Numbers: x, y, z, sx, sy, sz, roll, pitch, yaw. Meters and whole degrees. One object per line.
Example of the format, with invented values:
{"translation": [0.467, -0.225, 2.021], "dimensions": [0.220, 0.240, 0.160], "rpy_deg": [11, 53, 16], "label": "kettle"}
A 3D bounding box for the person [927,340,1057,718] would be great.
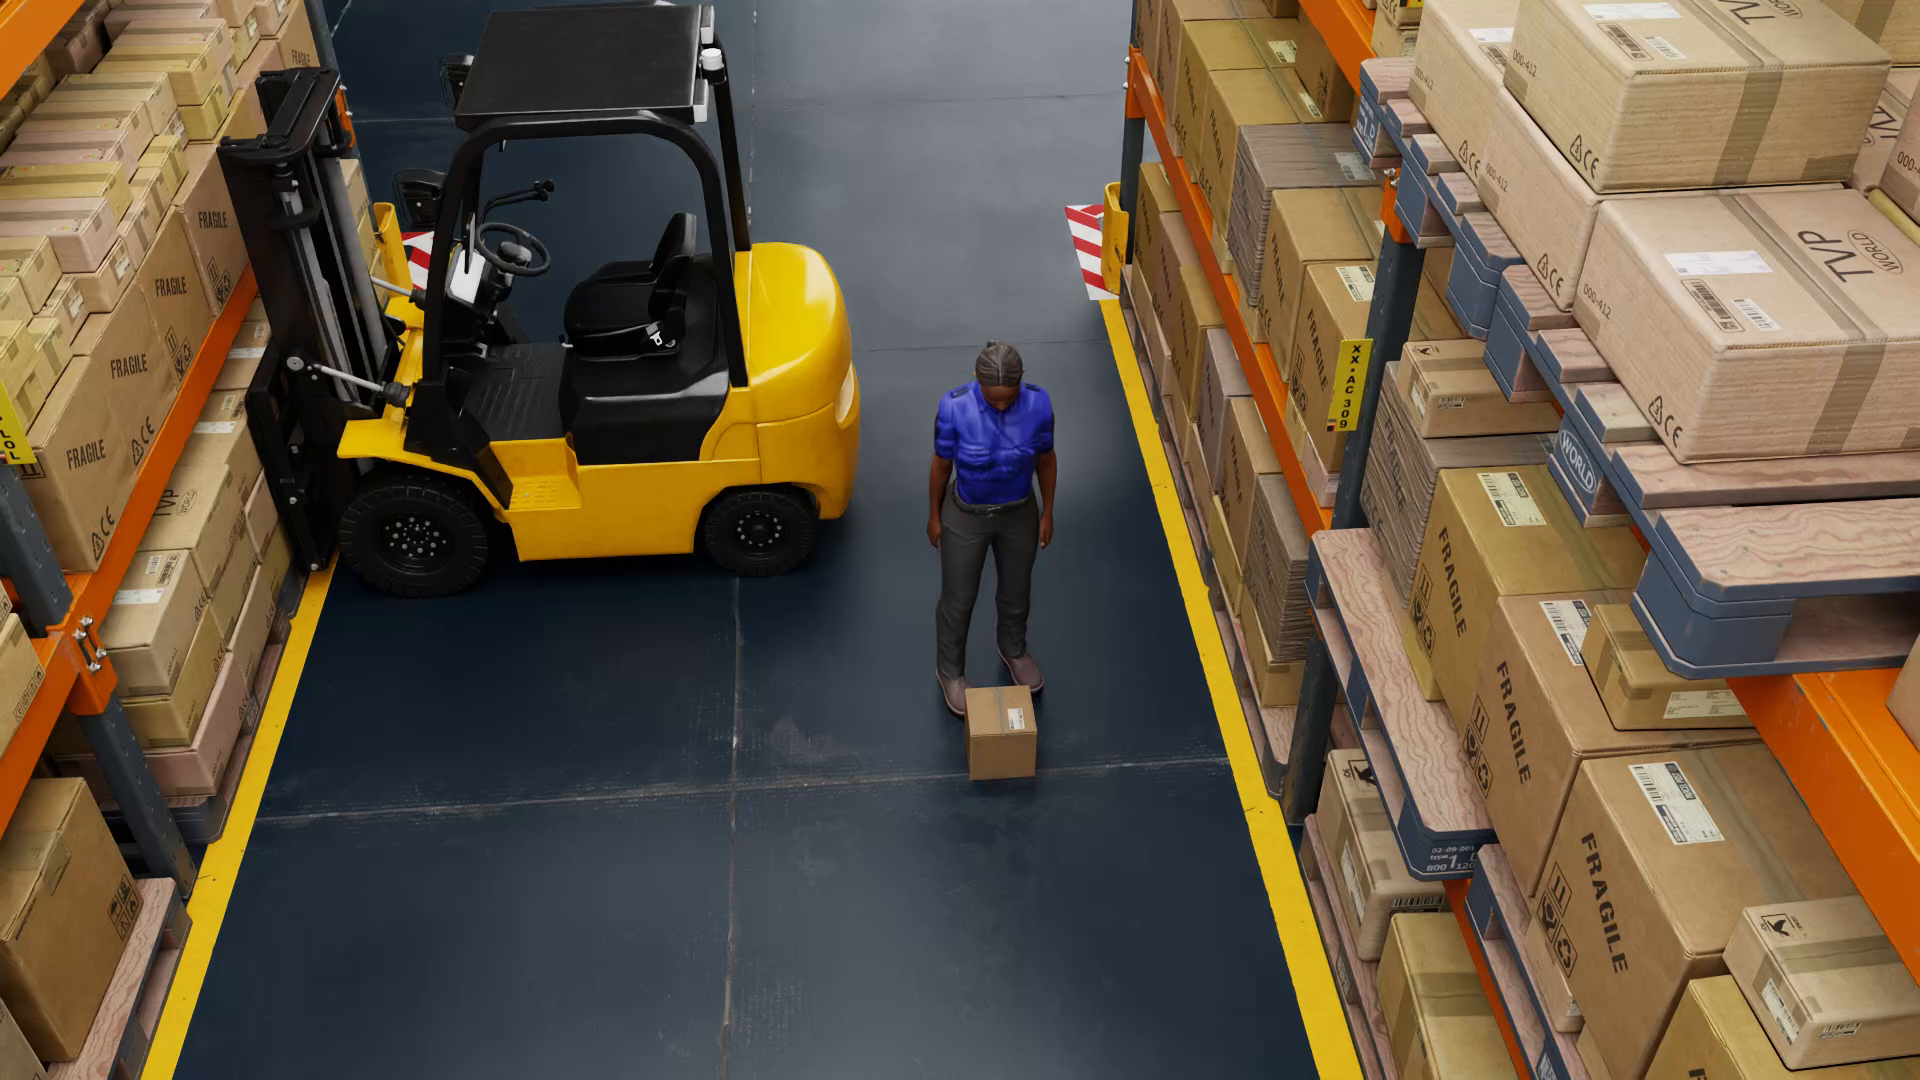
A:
{"translation": [0.132, -0.056, 6.215], "dimensions": [0.480, 1.639, 0.368], "rpy_deg": [-8, 40, -10], "label": "person"}
